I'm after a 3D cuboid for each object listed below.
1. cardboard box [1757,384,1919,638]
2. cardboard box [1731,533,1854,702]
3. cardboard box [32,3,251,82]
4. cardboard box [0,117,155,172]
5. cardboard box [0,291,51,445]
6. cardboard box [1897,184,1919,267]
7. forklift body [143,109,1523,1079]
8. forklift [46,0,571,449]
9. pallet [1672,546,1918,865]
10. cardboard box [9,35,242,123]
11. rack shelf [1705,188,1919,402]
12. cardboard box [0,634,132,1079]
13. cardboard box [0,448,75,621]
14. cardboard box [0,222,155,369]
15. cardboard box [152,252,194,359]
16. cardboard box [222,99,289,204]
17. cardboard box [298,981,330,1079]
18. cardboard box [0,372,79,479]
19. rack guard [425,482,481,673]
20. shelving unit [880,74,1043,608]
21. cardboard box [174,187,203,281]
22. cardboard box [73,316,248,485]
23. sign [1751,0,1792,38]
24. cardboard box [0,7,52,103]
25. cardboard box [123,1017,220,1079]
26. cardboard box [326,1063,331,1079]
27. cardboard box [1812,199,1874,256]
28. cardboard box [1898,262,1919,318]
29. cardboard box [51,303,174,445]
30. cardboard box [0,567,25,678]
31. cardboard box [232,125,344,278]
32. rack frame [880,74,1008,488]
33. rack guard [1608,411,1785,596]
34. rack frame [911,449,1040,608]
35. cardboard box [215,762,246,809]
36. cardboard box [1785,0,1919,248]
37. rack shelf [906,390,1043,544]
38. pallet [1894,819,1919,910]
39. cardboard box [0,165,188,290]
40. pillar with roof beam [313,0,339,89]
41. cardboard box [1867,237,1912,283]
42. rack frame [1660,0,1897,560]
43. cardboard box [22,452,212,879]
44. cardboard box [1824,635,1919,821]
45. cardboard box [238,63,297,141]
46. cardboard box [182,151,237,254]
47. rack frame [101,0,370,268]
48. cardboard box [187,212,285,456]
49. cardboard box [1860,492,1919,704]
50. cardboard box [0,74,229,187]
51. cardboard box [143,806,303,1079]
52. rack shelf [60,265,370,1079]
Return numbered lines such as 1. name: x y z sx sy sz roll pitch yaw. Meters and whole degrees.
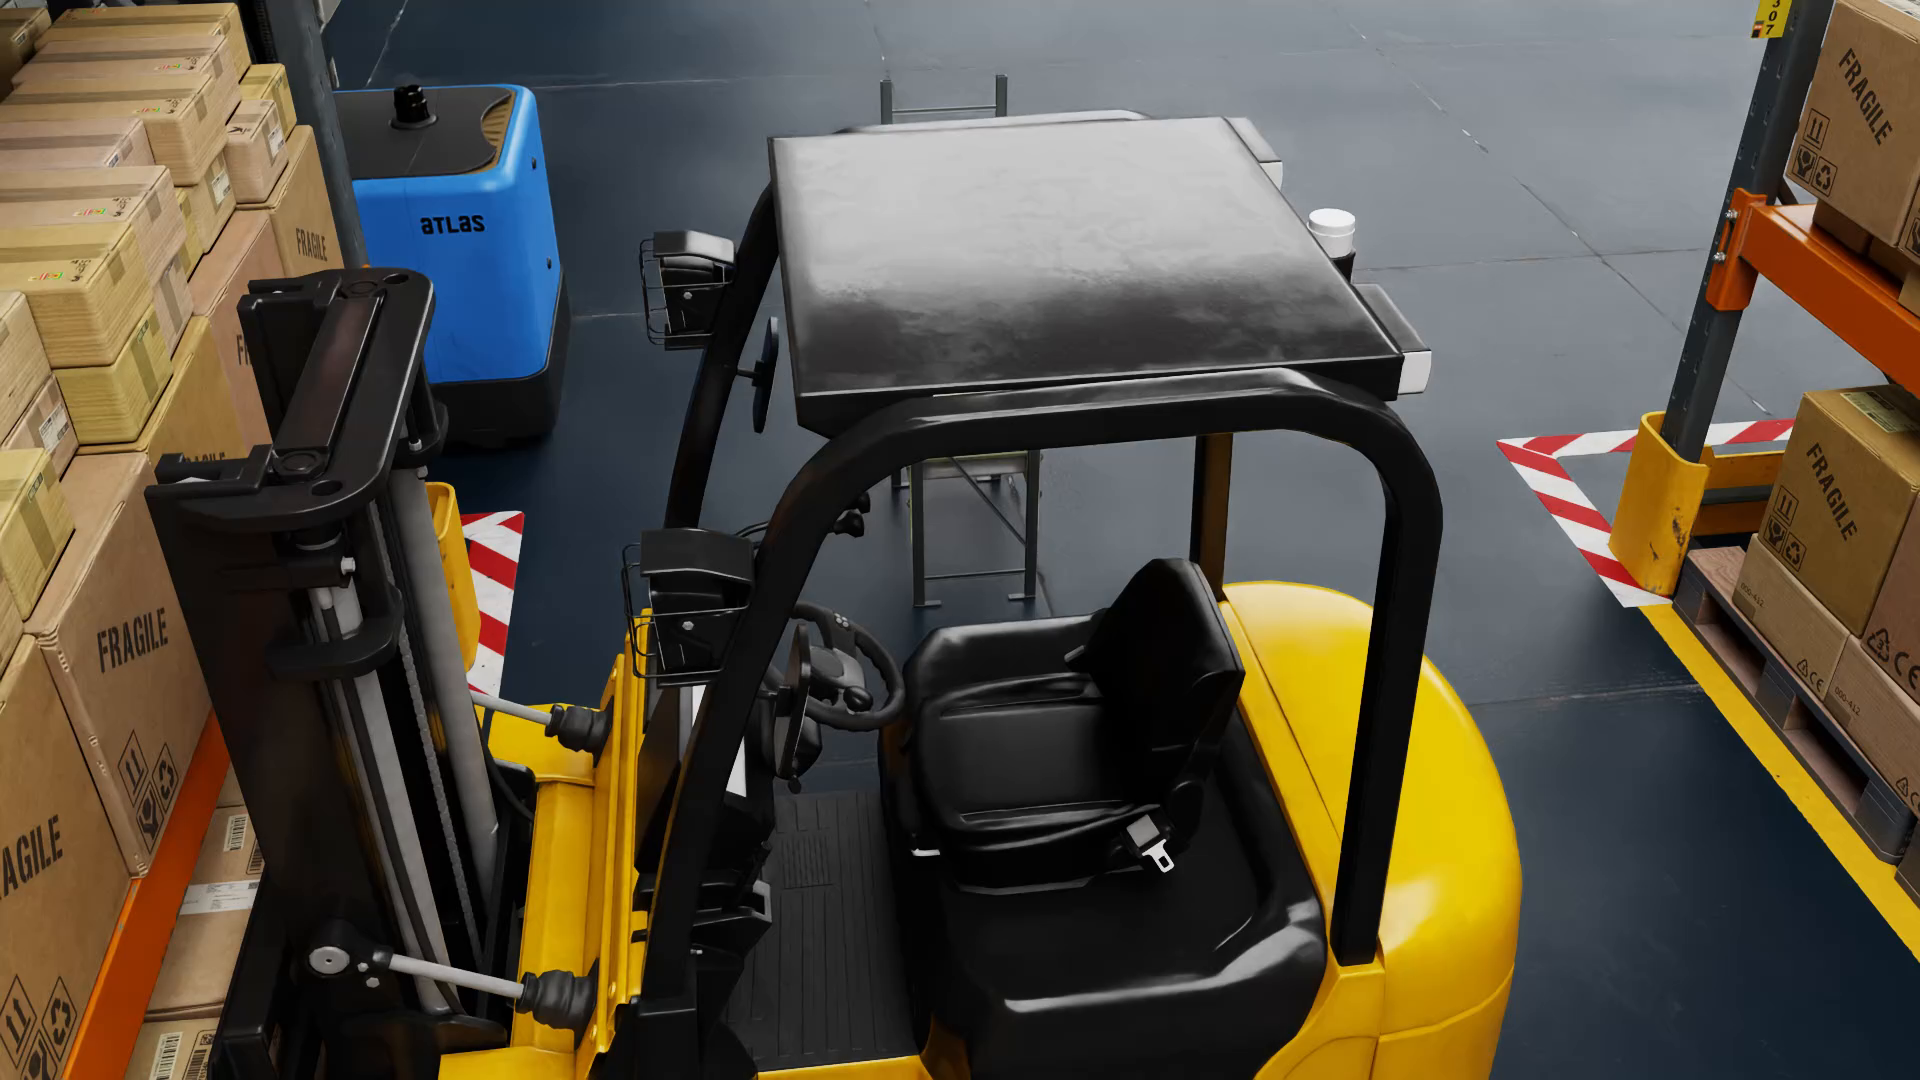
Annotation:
1. cardboard box: 2.650 -0.097 4.631 0.500 0.500 0.500 -5 35 -8
2. cardboard box: 2.646 0.200 4.862 0.500 0.250 0.500 -5 35 -7
3. cardboard box: -1.849 -1.104 3.778 0.380 0.149 0.250 -4 35 -6
4. cardboard box: -1.763 -0.681 3.156 0.380 0.149 0.250 -4 34 -6
5. cardboard box: -1.637 -0.249 2.523 0.380 0.149 0.250 -4 34 -6
6. cardboard box: 2.674 -0.824 3.943 0.500 0.500 0.500 -3 34 -5
7. forklift body: -0.043 0.415 3.231 2.313 2.155 1.214 -4 35 -6
8. forklift: -3.079 -1.727 5.681 3.031 2.935 1.130 -4 34 -6
9. pallet: 2.896 0.417 4.951 1.003 0.211 1.213 -4 35 -6
10. cardboard box: -1.785 -0.969 3.579 0.380 0.149 0.250 -4 35 -6
11. rack shelf: 3.081 0.179 3.462 1.077 0.370 4.000 -4 35 -6
12. cardboard box: -1.525 0.496 2.270 0.500 0.500 0.500 -5 35 -7
13. cardboard box: -1.539 0.005 2.415 0.380 0.149 0.250 -5 35 -7
14. cardboard box: -1.578 -0.400 2.744 0.380 0.149 0.250 -4 34 -5
15. cardboard box: -1.639 -0.419 3.036 0.380 0.149 0.250 -5 35 -8
16. cardboard box: -1.718 -0.853 3.673 0.380 0.149 0.250 -4 34 -6
17. cardboard box: -1.520 0.995 3.251 0.500 0.250 0.500 -4 35 -7
18. cardboard box: -1.641 -0.133 2.617 0.380 0.149 0.250 -5 35 -7
19. rack guard: -2.109 0.164 5.066 1.175 0.500 0.348 -4 35 -6
20. shelving unit: -0.001 -0.623 5.333 0.431 1.500 0.755 -4 35 -6
21. cardboard box: -1.722 -0.564 3.249 0.380 0.149 0.250 -5 35 -7
22. cardboard box: -1.650 -0.066 3.095 0.500 0.500 0.500 -5 35 -7
23. sign: 2.274 -1.551 4.593 0.100 0.325 0.005 -4 35 -6
24. cardboard box: -2.273 -1.085 3.749 0.380 0.149 0.250 -5 35 -7
25. cardboard box: -1.459 1.069 2.698 0.500 0.250 0.500 -3 34 -5
26. cardboard box: -1.522 1.191 3.407 0.500 0.250 0.500 -3 34 -5
27. cardboard box: 2.653 -0.925 4.667 0.380 0.149 0.250 -4 35 -6
28. cardboard box: 2.656 -0.631 4.235 0.380 0.149 0.250 -5 35 -8
29. cardboard box: -1.585 -0.279 2.831 0.380 0.149 0.250 -4 34 -6
30. cardboard box: -1.494 0.153 2.198 0.380 0.149 0.250 -5 35 -8
31. cardboard box: -1.780 -0.643 3.940 0.500 0.500 0.500 -5 35 -7
32. rack frame: -0.050 -0.828 5.633 0.400 1.500 0.023 -4 35 -6
33. rack guard: 2.822 -0.159 5.539 1.175 0.500 0.348 -4 35 -6
34. rack frame: 0.048 -0.419 5.033 0.400 1.500 0.023 -4 35 -6
35. cardboard box: -1.583 0.492 3.545 0.500 0.250 0.500 -4 34 -6
36. cardboard box: 2.601 -1.113 4.366 0.500 0.500 0.500 -5 35 -7
37. rack shelf: -0.001 -0.354 5.517 0.431 0.370 0.720 -4 35 -6
38. pallet: 3.057 1.096 3.954 1.003 0.211 1.213 -4 35 -6
39. cardboard box: -1.618 -0.544 2.955 0.380 0.149 0.250 -4 34 -5
40. pillar with roof beam: 0.553 -6.552 7.374 9.100 9.000 0.400 -4 35 -6
41. cardboard box: 2.701 -0.785 4.461 0.380 0.149 0.250 -4 34 -6
42. rack frame: 2.812 -1.234 4.897 1.000 3.000 0.127 -4 35 -6
43. cardboard box: -1.571 0.213 2.685 0.500 0.500 0.500 -4 34 -6
44. cardboard box: 2.708 0.485 4.443 0.500 0.250 0.500 -3 34 -5
45. cardboard box: -1.782 -0.993 3.879 0.380 0.149 0.250 -4 34 -6
46. cardboard box: -1.744 -0.703 3.454 0.380 0.149 0.250 -4 34 -5
47. rack frame: -2.106 -0.856 4.342 1.000 3.000 0.127 -4 35 -6
48. cardboard box: -1.719 -0.352 3.515 0.500 0.500 0.500 -3 34 -5
49. cardboard box: 2.725 0.195 4.204 0.500 0.500 0.500 -6 35 -8
50. cardboard box: -1.723 -0.825 3.368 0.380 0.149 0.250 -4 34 -5
51. cardboard box: -1.522 0.776 3.129 0.500 0.250 0.500 -5 35 -7
52. rack shelf: -1.837 0.557 2.907 1.077 0.370 4.000 -4 35 -6
